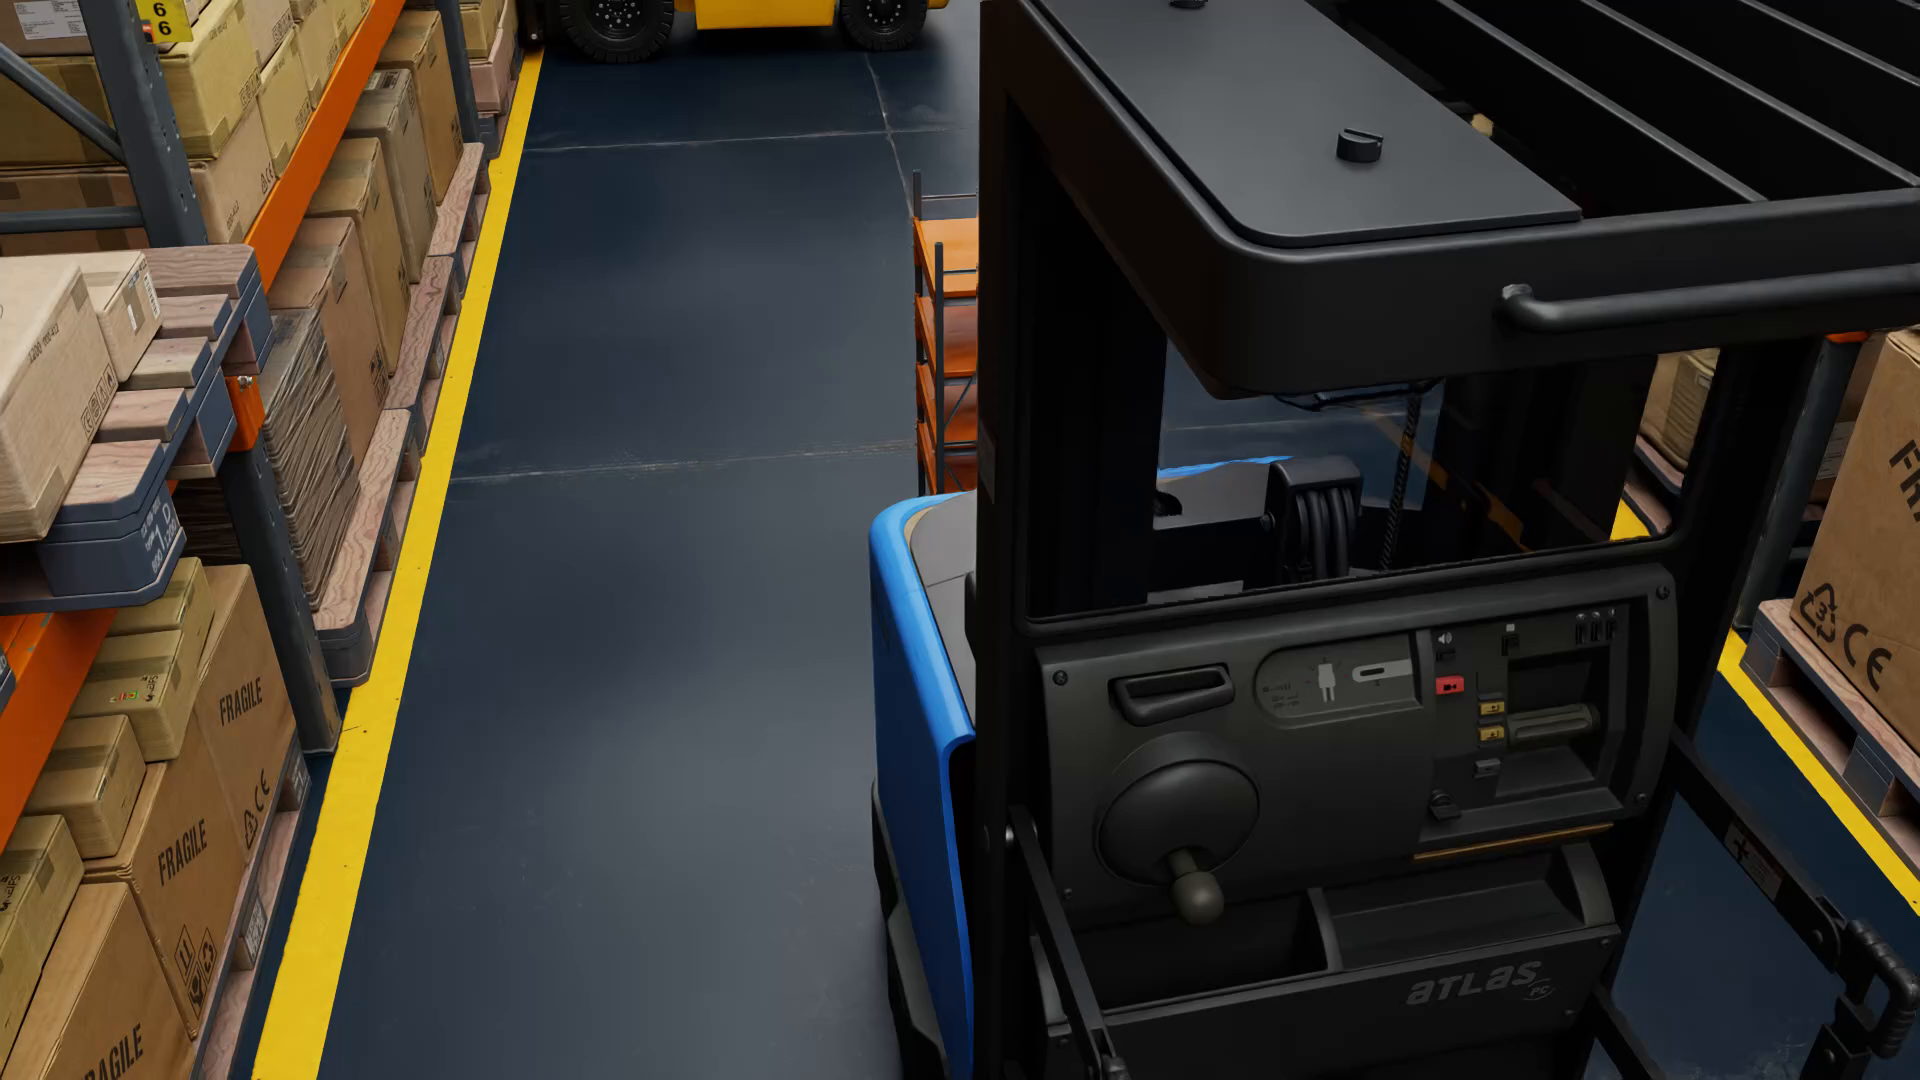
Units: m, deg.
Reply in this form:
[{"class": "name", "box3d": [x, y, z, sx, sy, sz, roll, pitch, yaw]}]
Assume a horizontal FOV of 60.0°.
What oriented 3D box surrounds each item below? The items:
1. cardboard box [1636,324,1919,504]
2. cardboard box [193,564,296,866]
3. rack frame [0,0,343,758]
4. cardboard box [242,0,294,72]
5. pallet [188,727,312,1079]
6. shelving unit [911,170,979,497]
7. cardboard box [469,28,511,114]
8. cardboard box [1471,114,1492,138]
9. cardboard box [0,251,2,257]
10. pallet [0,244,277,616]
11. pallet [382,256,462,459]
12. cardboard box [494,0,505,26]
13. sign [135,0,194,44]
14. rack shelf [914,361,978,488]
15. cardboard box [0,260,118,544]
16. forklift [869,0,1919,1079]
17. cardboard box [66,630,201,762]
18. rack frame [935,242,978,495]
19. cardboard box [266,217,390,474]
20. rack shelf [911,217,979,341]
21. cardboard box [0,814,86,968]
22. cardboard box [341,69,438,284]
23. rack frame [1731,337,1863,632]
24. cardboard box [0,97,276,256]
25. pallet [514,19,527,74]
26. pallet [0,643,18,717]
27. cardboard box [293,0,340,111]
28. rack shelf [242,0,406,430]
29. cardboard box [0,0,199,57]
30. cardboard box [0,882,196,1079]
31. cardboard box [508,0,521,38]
[{"class": "cardboard box", "box3d": [2.689, -0.447, 5.203, 0.950, 0.372, 0.625, -7, 35, -10]}, {"class": "cardboard box", "box3d": [-1.893, 0.414, 3.826, 0.500, 0.500, 0.500, -3, 34, -5]}, {"class": "rack frame", "box3d": [-2.163, -0.665, 3.563, 1.000, 3.000, 0.127, -4, 35, -6]}, {"class": "cardboard box", "box3d": [-2.046, -1.356, 4.265, 0.500, 0.250, 0.500, -3, 34, -5]}, {"class": "pallet", "box3d": [-2.100, 0.906, 3.733, 1.003, 0.211, 1.213, -4, 35, -6]}, {"class": "shelving unit", "box3d": [0.022, -0.403, 4.777, 0.258, 1.200, 0.503, -4, 35, -6]}, {"class": "cardboard box", "box3d": [-2.437, -2.230, 7.927, 0.500, 0.250, 0.500, -4, 34, -6]}, {"class": "cardboard box", "box3d": [2.391, -1.670, 6.997, 0.950, 0.372, 0.625, -2, 34, -3]}, {"class": "cardboard box", "box3d": [-2.476, -0.835, 3.945, 0.500, 0.250, 0.500, -5, 35, -7]}, {"class": "pallet", "box3d": [-2.002, -0.213, 3.070, 1.213, 0.211, 1.003, -4, 35, -6]}, {"class": "pallet", "box3d": [-2.395, -0.655, 6.023, 1.003, 0.211, 1.213, -4, 35, -6]}, {"class": "cardboard box", "box3d": [-2.529, -2.716, 8.196, 0.500, 0.250, 0.500, -5, 35, -7]}, {"class": "sign", "box3d": [-1.626, -1.158, 3.327, 0.100, 0.325, 0.005, -4, 35, -6]}, {"class": "rack shelf", "box3d": [0.022, -0.348, 4.814, 0.258, 0.148, 0.480, -4, 35, -6]}, {"class": "cardboard box", "box3d": [-1.700, -0.213, 2.659, 0.500, 0.250, 0.500, -6, 35, -9]}, {"class": "forklift", "box3d": [0.616, 0.345, 2.141, 1.130, 2.935, 3.031, -7, 35, -10]}, {"class": "cardboard box", "box3d": [-1.778, 0.332, 3.370, 0.380, 0.149, 0.250, -6, 35, -9]}, {"class": "rack frame", "box3d": [0.055, -0.267, 4.577, 0.240, 1.200, 0.015, -4, 35, -6]}, {"class": "cardboard box", "box3d": [-2.329, -0.571, 5.160, 0.875, 0.625, 0.625, -3, 34, -5]}, {"class": "rack shelf", "box3d": [0.022, -0.728, 4.555, 0.258, 0.148, 0.480, -4, 35, -6]}, {"class": "cardboard box", "box3d": [-1.796, 0.633, 2.928, 0.380, 0.149, 0.250, -3, 34, -5]}, {"class": "cardboard box", "box3d": [-2.522, -1.366, 6.326, 0.875, 0.625, 0.625, -5, 35, -7]}, {"class": "rack frame", "box3d": [2.756, -1.043, 4.118, 1.000, 3.000, 0.127, -4, 35, -6]}, {"class": "cardboard box", "box3d": [-1.980, -0.870, 3.996, 0.500, 0.250, 0.500, -4, 35, -6]}, {"class": "pallet", "box3d": [-2.933, -2.875, 9.281, 1.003, 0.211, 1.213, -4, 35, -6]}, {"class": "pallet", "box3d": [-1.896, 0.499, 2.025, 1.003, 0.211, 1.213, -4, 35, -6]}, {"class": "cardboard box", "box3d": [-2.119, -1.438, 4.829, 0.500, 0.250, 0.500, -5, 35, -8]}, {"class": "rack shelf", "box3d": [-2.432, -1.484, 5.403, 1.077, 0.370, 4.000, -4, 35, -6]}, {"class": "cardboard box", "box3d": [-1.914, -1.175, 3.646, 0.380, 0.149, 0.250, -3, 34, -5]}, {"class": "cardboard box", "box3d": [-1.763, 0.986, 2.987, 0.500, 0.500, 0.500, -3, 34, -4]}, {"class": "cardboard box", "box3d": [-2.606, -2.798, 8.760, 0.500, 0.250, 0.500, -4, 34, -6]}]
